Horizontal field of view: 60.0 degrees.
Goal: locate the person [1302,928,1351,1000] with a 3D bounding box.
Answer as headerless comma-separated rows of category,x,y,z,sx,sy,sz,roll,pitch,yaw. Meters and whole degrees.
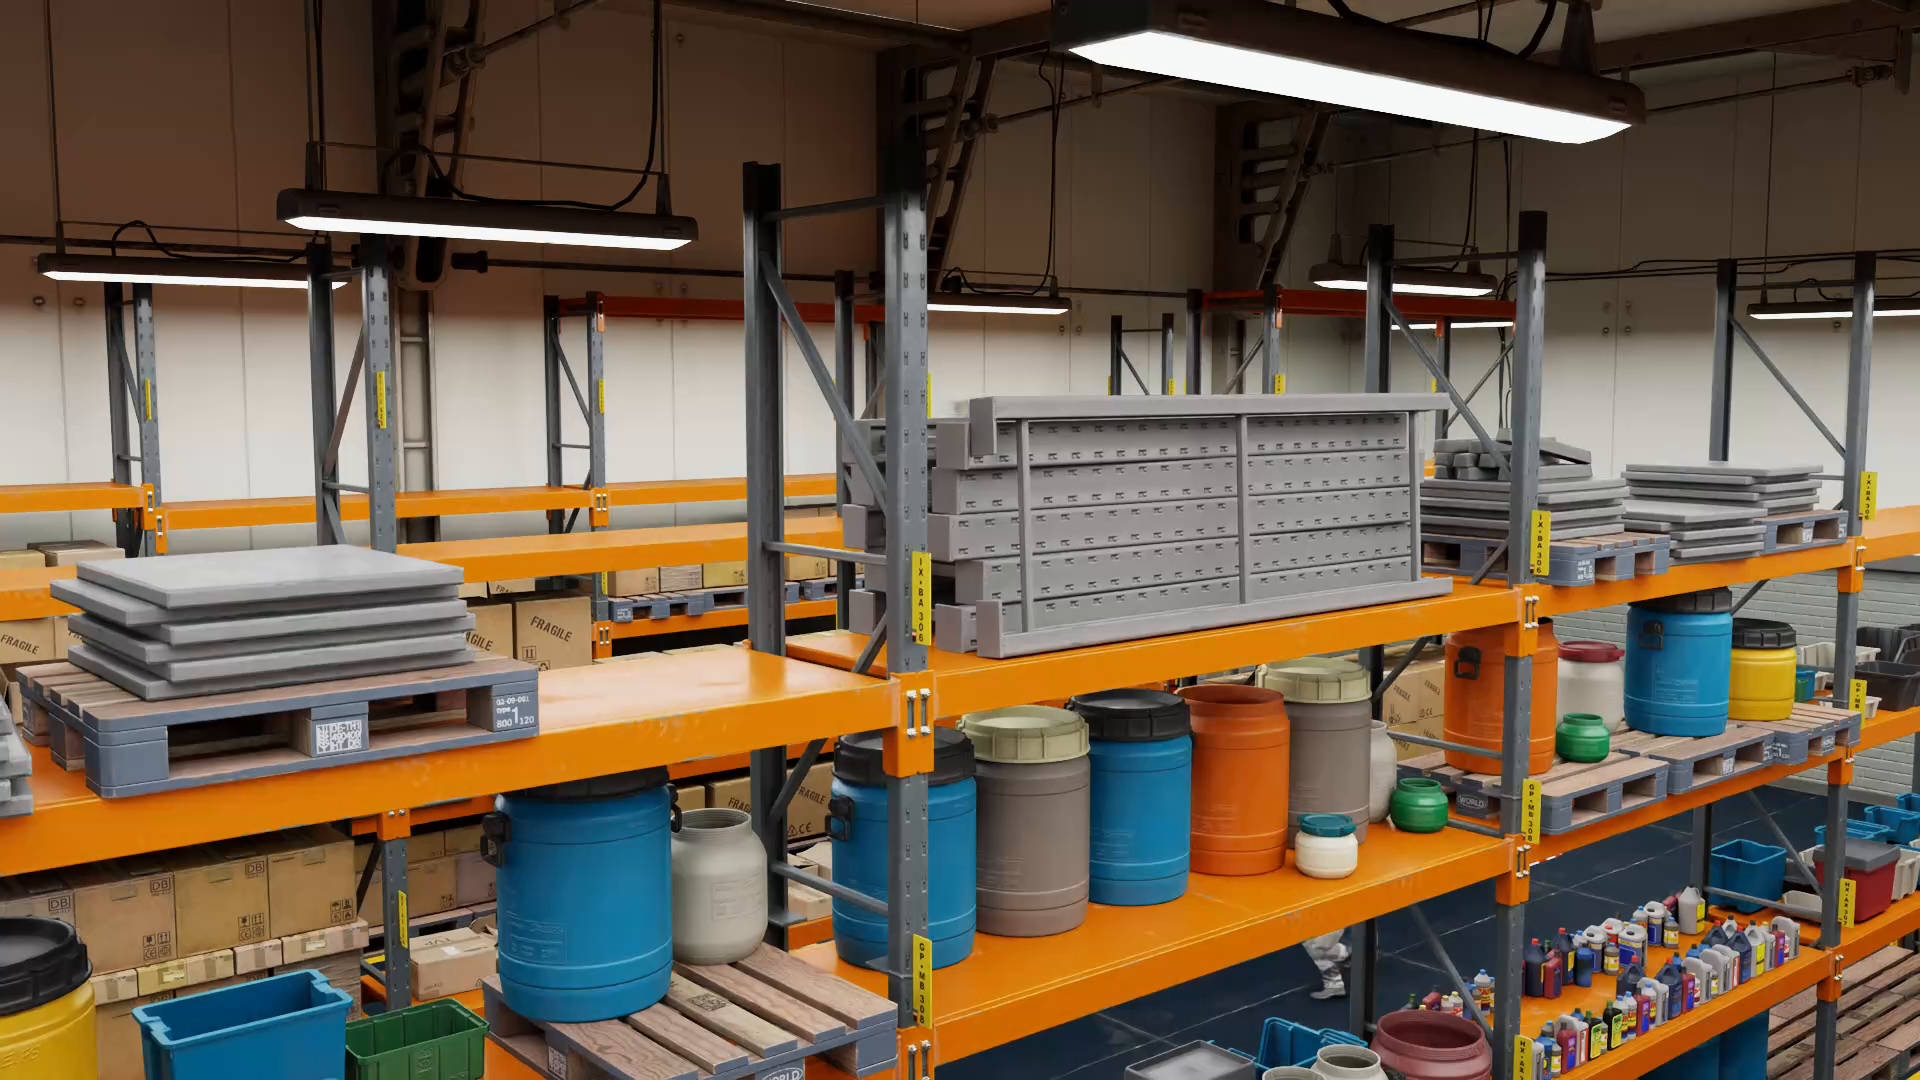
person,3.143,3.012,13.886,0.620,1.705,0.782,-1,6,-11
